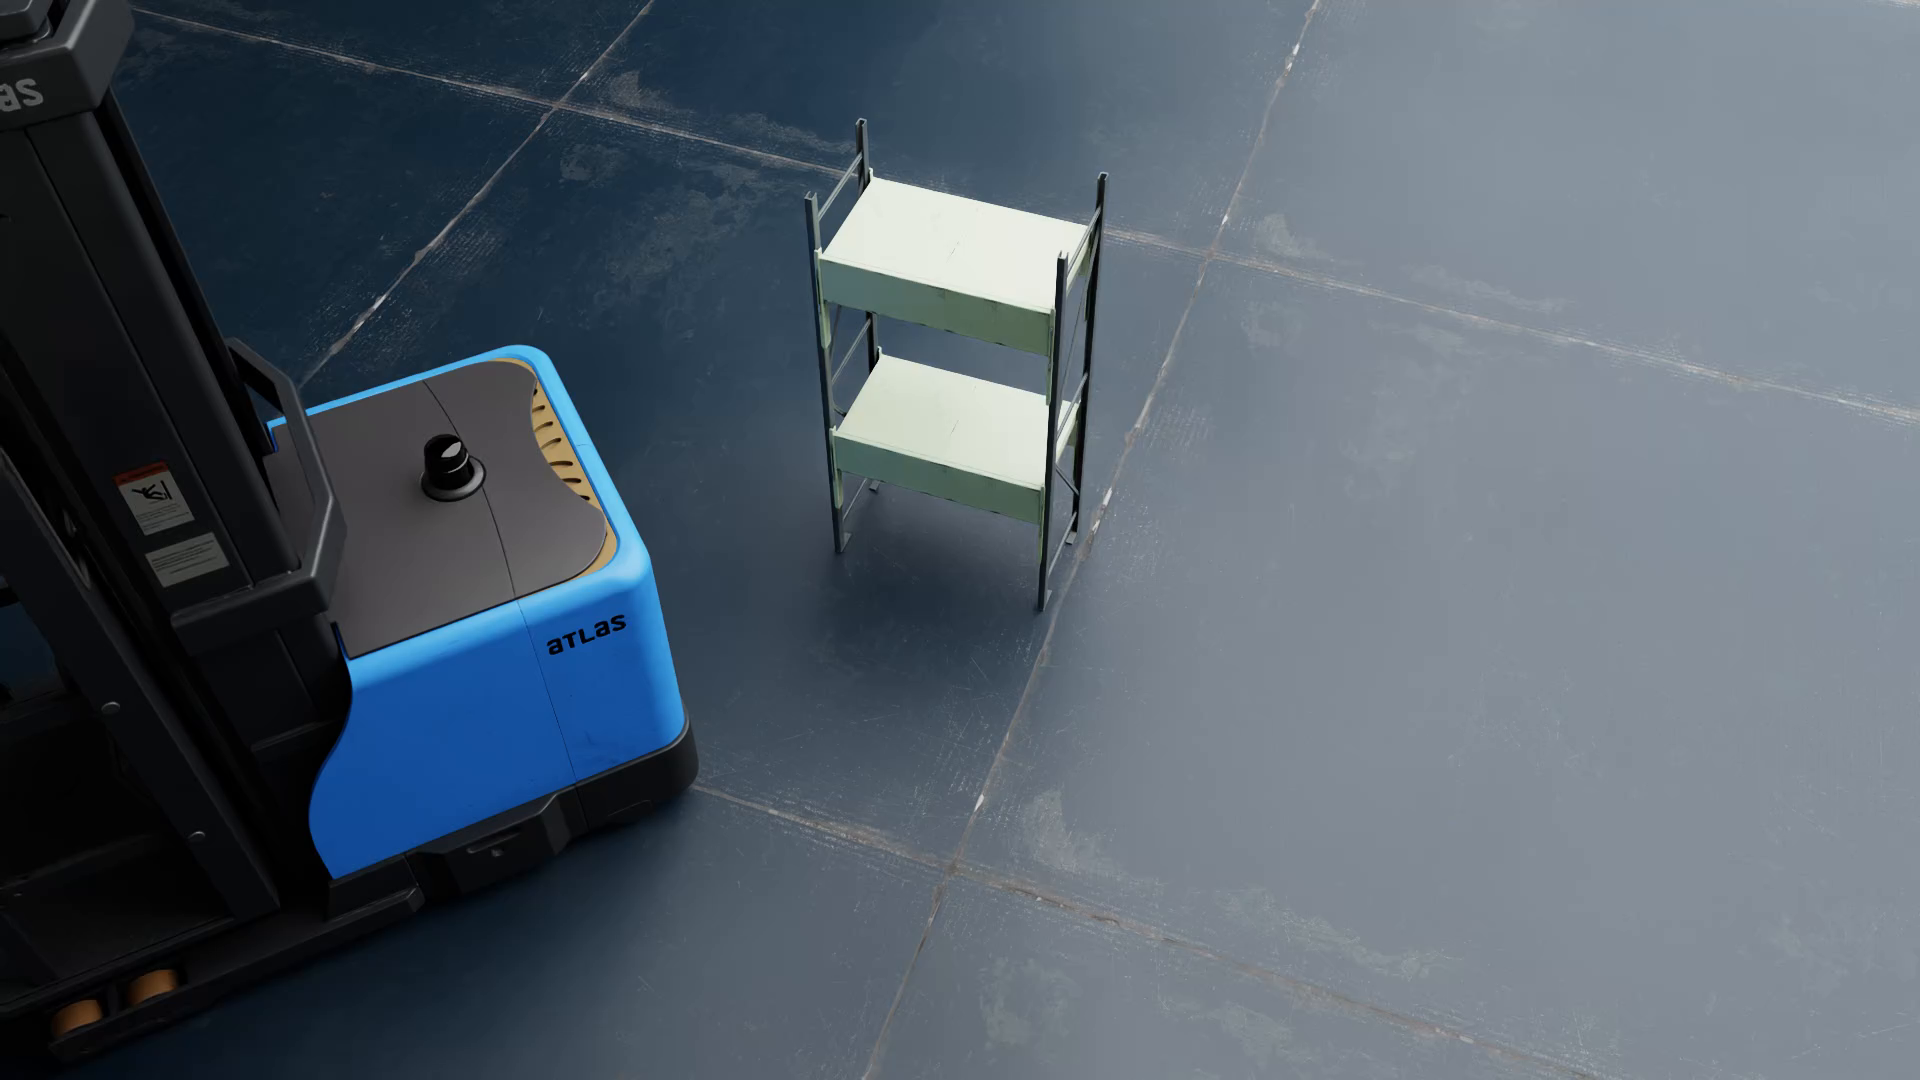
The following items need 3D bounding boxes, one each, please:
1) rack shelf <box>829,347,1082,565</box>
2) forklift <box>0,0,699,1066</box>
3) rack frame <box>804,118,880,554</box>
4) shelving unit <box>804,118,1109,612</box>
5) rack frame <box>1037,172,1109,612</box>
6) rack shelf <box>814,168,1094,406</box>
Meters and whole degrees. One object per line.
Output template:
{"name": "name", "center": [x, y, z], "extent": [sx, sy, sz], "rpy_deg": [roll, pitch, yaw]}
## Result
{"name": "rack shelf", "center": [-0.006, -0.279, 5.431], "extent": [0.720, 0.370, 0.431], "rpy_deg": [16, 51, 13]}
{"name": "forklift", "center": [-2.345, -0.018, 3.826], "extent": [3.031, 2.935, 1.130], "rpy_deg": [-21, 52, -17]}
{"name": "rack frame", "center": [-0.350, -0.589, 5.268], "extent": [0.023, 1.500, 0.400], "rpy_deg": [16, 51, 13]}
{"name": "shelving unit", "center": [-0.006, -0.493, 5.185], "extent": [0.755, 1.500, 0.431], "rpy_deg": [16, 51, 13]}
{"name": "rack frame", "center": [0.337, -0.397, 5.102], "extent": [0.023, 1.500, 0.400], "rpy_deg": [16, 51, 13]}
{"name": "rack shelf", "center": [-0.006, -0.749, 4.890], "extent": [0.720, 0.370, 0.431], "rpy_deg": [16, 51, 13]}
